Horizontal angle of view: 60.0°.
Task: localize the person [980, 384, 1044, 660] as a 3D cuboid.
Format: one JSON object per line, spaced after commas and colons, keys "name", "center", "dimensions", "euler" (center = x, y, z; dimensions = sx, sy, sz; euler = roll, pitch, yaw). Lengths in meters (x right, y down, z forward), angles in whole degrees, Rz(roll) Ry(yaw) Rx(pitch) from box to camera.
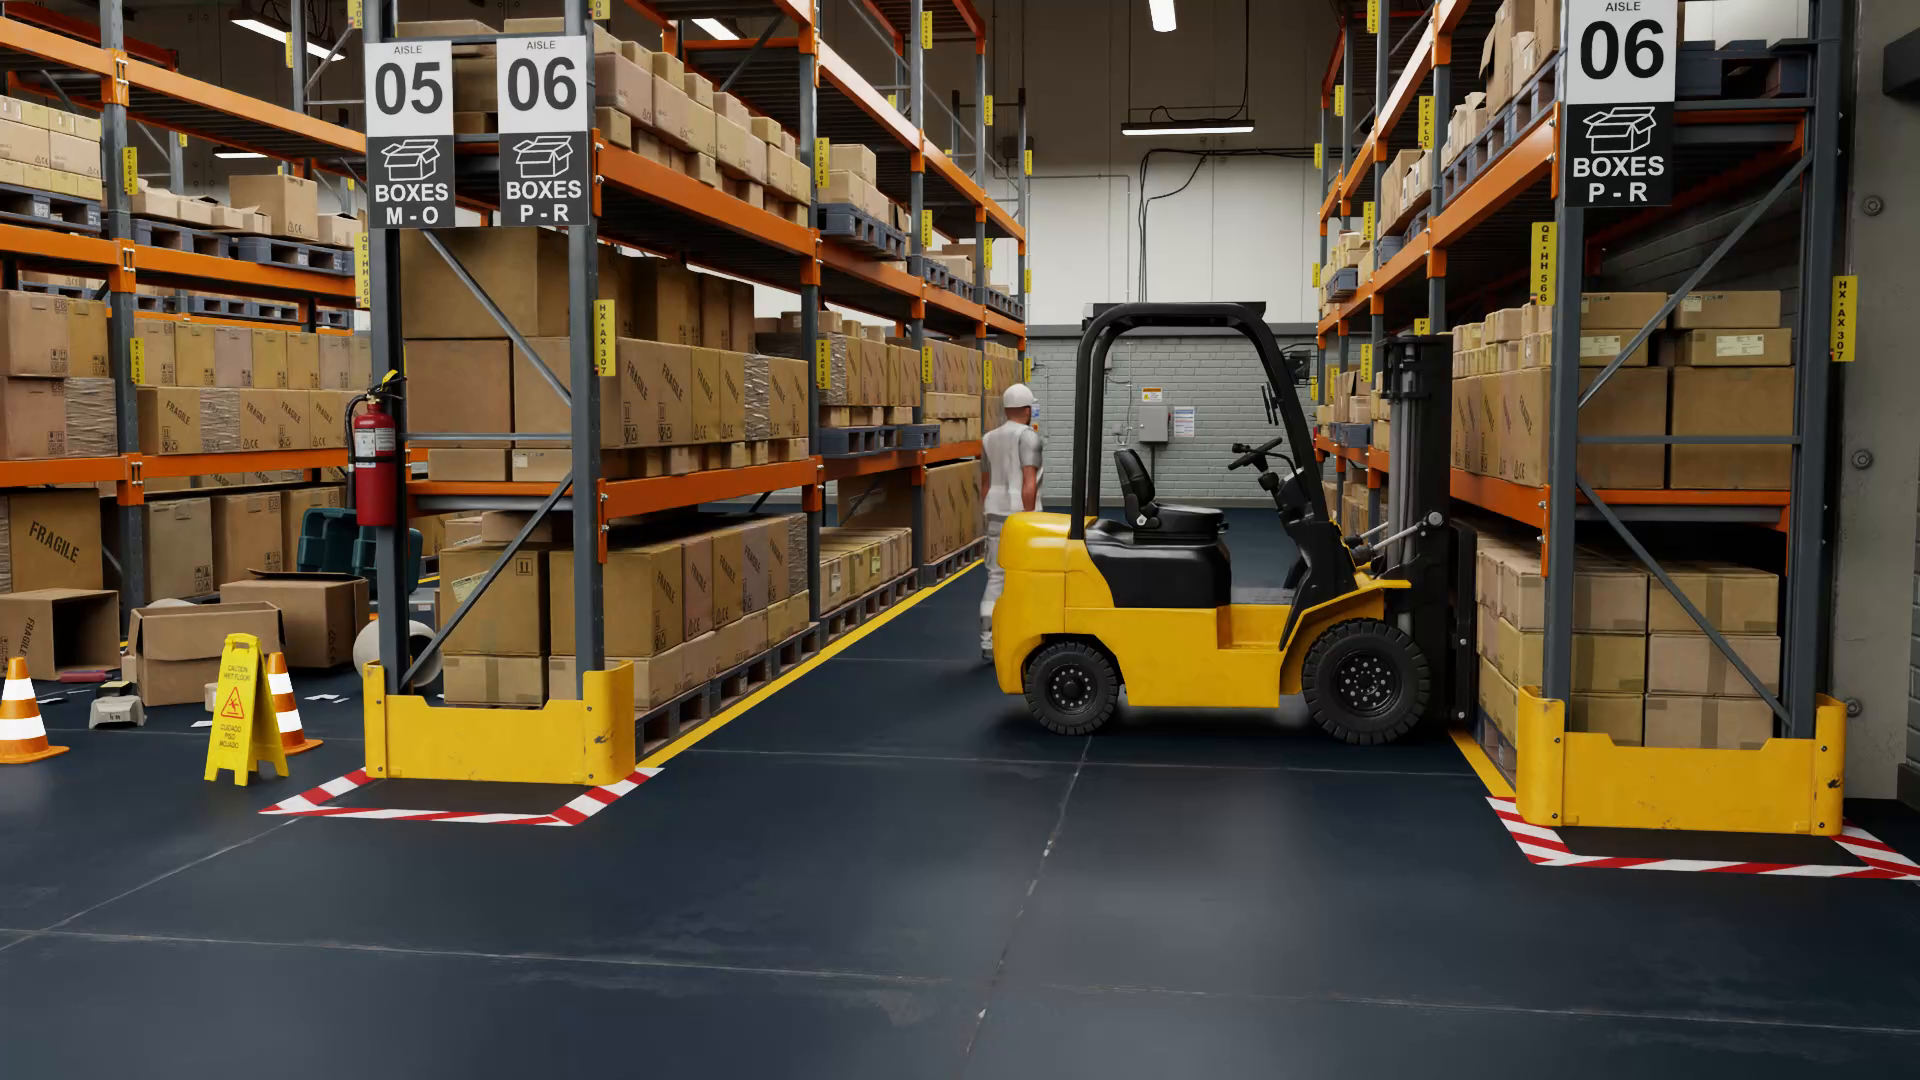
{"name": "person", "center": [0.336, -0.112, 10.758], "dimensions": [0.583, 1.791, 0.548], "euler": [4, 6, 42]}
